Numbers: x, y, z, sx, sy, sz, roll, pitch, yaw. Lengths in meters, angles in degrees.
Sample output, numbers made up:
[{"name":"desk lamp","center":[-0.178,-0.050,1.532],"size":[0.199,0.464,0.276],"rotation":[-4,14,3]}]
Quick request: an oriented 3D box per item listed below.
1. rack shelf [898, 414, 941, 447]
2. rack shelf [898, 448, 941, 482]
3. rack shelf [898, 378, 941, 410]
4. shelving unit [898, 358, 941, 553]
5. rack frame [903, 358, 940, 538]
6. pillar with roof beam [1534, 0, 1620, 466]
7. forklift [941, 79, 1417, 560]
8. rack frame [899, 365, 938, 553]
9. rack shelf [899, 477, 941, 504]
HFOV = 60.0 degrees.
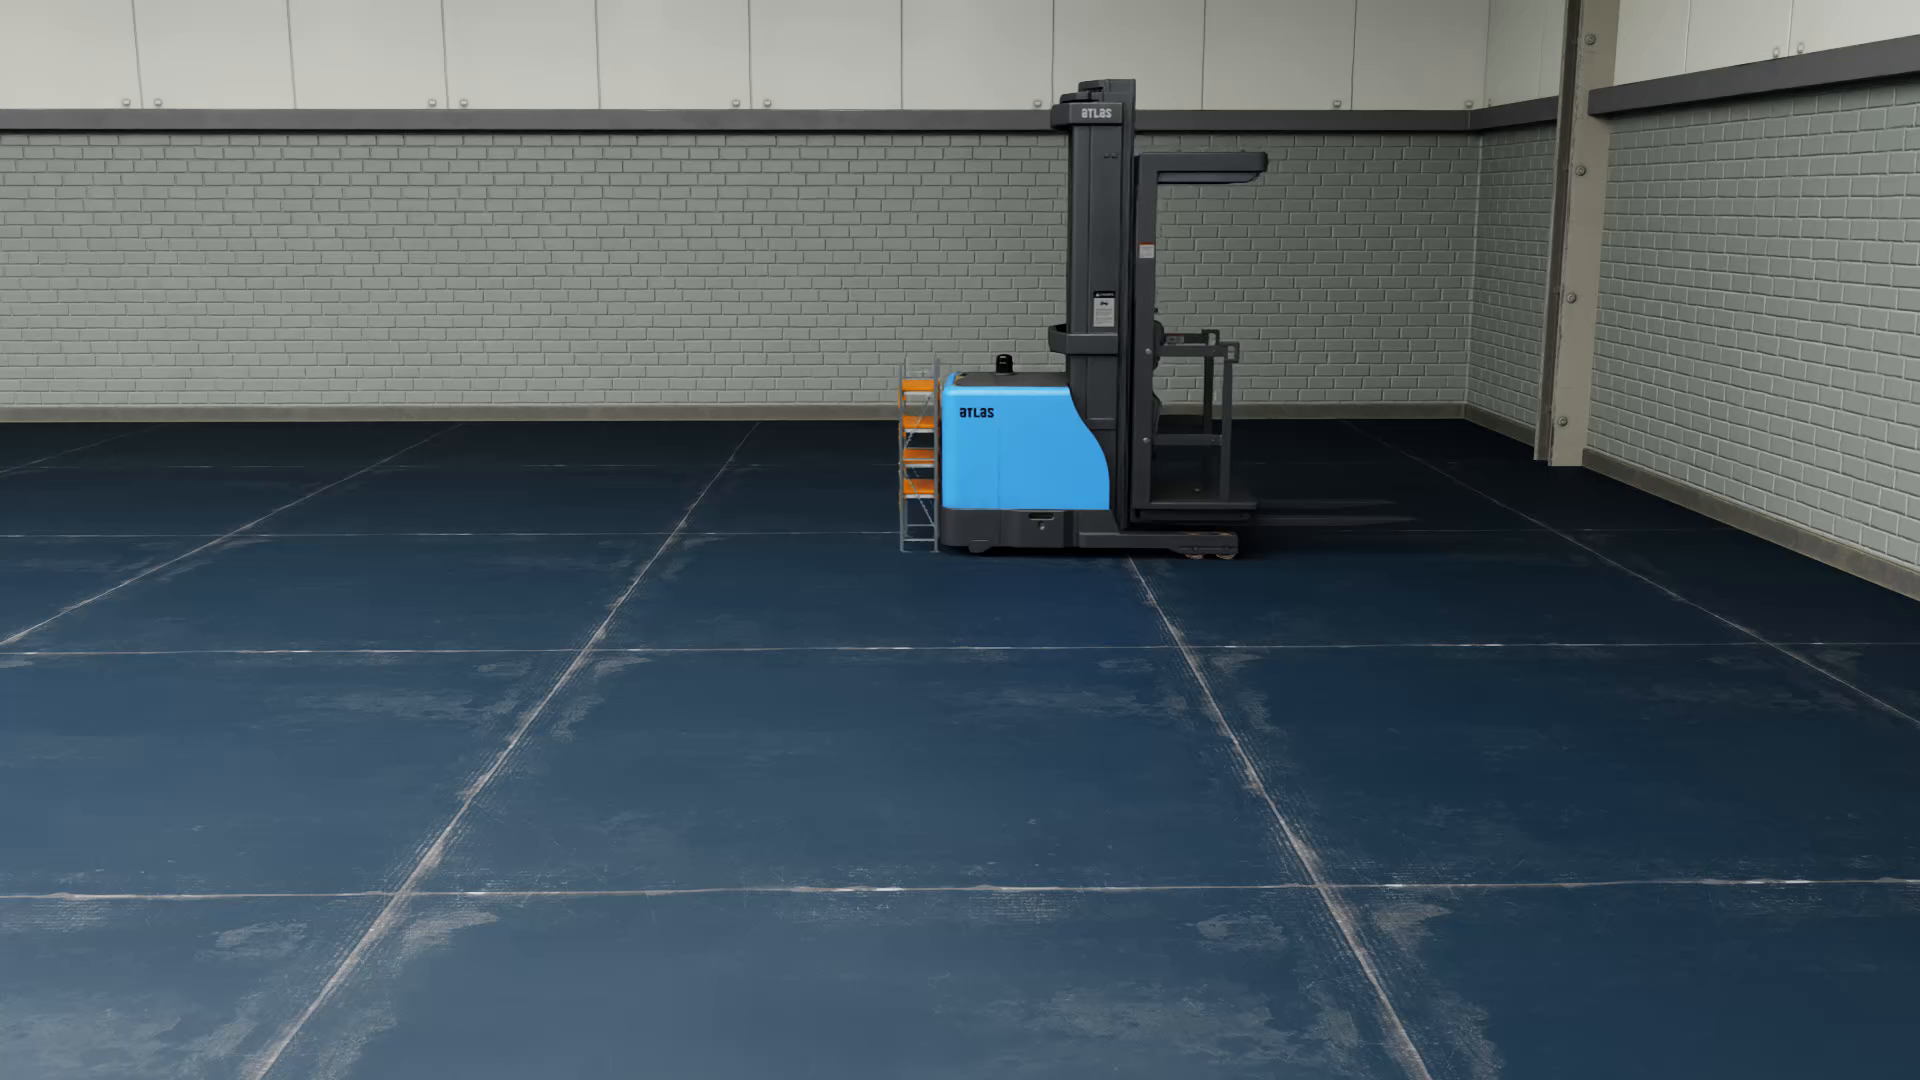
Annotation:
[{"name":"rack shelf","center":[-0.258,-0.711,10.758],"size":[0.258,0.148,0.480],"rotation":[0,11,1]},{"name":"rack shelf","center":[-0.258,-0.492,10.803],"size":[0.258,0.148,0.480],"rotation":[0,11,1]},{"name":"rack shelf","center":[-0.258,-0.943,10.711],"size":[0.258,0.148,0.480],"rotation":[0,11,1]},{"name":"shelving unit","center":[-0.258,-0.557,10.789],"size":[0.258,1.200,0.503],"rotation":[0,11,1]},{"name":"rack frame","center":[-0.253,-0.606,11.028],"size":[0.240,1.200,0.015],"rotation":[0,11,1]},{"name":"pillar with roof beam","center":[0.871,-5.063,13.380],"size":[9.100,9.000,0.400],"rotation":[0,11,-1]},{"name":"forklift","center":[1.404,-1.422,10.694],"size":[3.031,2.935,1.130],"rotation":[0,11,2]},{"name":"rack frame","center":[-0.263,-0.509,10.550],"size":[0.240,1.200,0.015],"rotation":[0,11,1]},{"name":"rack shelf","center":[-0.258,-0.297,10.842],"size":[0.258,0.148,0.480],"rotation":[0,11,1]}]
